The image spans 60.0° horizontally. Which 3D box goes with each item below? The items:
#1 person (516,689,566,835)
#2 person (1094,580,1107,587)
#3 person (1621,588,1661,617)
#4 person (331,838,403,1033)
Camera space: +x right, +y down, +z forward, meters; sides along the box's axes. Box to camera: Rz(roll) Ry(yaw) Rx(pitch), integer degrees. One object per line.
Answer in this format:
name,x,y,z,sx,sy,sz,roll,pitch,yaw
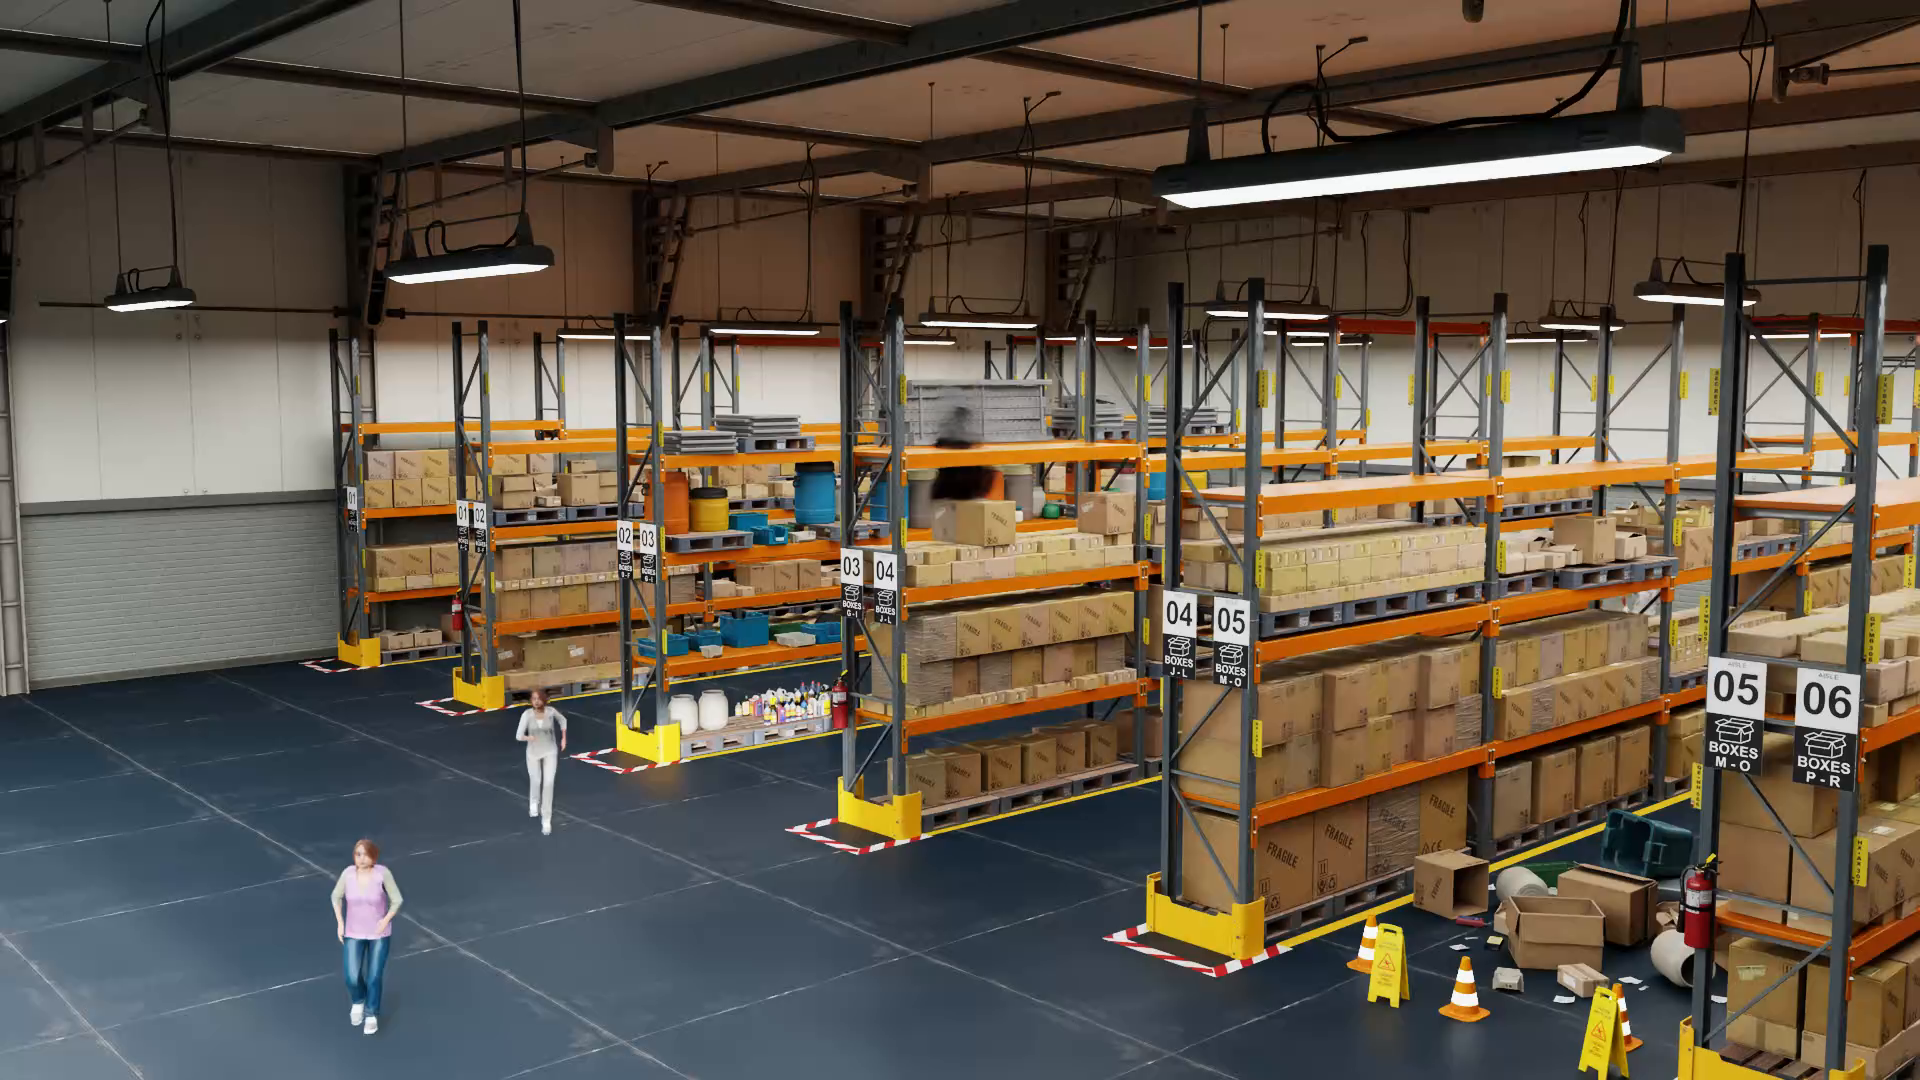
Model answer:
person,-4.785,2.492,19.051,0.548,1.633,0.848,-1,6,-11
person,2.625,1.147,32.566,0.553,1.609,0.562,-5,8,-44
person,12.112,1.370,29.453,0.678,1.811,0.933,-2,6,-16
person,-4.633,3.108,12.990,0.545,1.563,0.530,-1,6,-14
